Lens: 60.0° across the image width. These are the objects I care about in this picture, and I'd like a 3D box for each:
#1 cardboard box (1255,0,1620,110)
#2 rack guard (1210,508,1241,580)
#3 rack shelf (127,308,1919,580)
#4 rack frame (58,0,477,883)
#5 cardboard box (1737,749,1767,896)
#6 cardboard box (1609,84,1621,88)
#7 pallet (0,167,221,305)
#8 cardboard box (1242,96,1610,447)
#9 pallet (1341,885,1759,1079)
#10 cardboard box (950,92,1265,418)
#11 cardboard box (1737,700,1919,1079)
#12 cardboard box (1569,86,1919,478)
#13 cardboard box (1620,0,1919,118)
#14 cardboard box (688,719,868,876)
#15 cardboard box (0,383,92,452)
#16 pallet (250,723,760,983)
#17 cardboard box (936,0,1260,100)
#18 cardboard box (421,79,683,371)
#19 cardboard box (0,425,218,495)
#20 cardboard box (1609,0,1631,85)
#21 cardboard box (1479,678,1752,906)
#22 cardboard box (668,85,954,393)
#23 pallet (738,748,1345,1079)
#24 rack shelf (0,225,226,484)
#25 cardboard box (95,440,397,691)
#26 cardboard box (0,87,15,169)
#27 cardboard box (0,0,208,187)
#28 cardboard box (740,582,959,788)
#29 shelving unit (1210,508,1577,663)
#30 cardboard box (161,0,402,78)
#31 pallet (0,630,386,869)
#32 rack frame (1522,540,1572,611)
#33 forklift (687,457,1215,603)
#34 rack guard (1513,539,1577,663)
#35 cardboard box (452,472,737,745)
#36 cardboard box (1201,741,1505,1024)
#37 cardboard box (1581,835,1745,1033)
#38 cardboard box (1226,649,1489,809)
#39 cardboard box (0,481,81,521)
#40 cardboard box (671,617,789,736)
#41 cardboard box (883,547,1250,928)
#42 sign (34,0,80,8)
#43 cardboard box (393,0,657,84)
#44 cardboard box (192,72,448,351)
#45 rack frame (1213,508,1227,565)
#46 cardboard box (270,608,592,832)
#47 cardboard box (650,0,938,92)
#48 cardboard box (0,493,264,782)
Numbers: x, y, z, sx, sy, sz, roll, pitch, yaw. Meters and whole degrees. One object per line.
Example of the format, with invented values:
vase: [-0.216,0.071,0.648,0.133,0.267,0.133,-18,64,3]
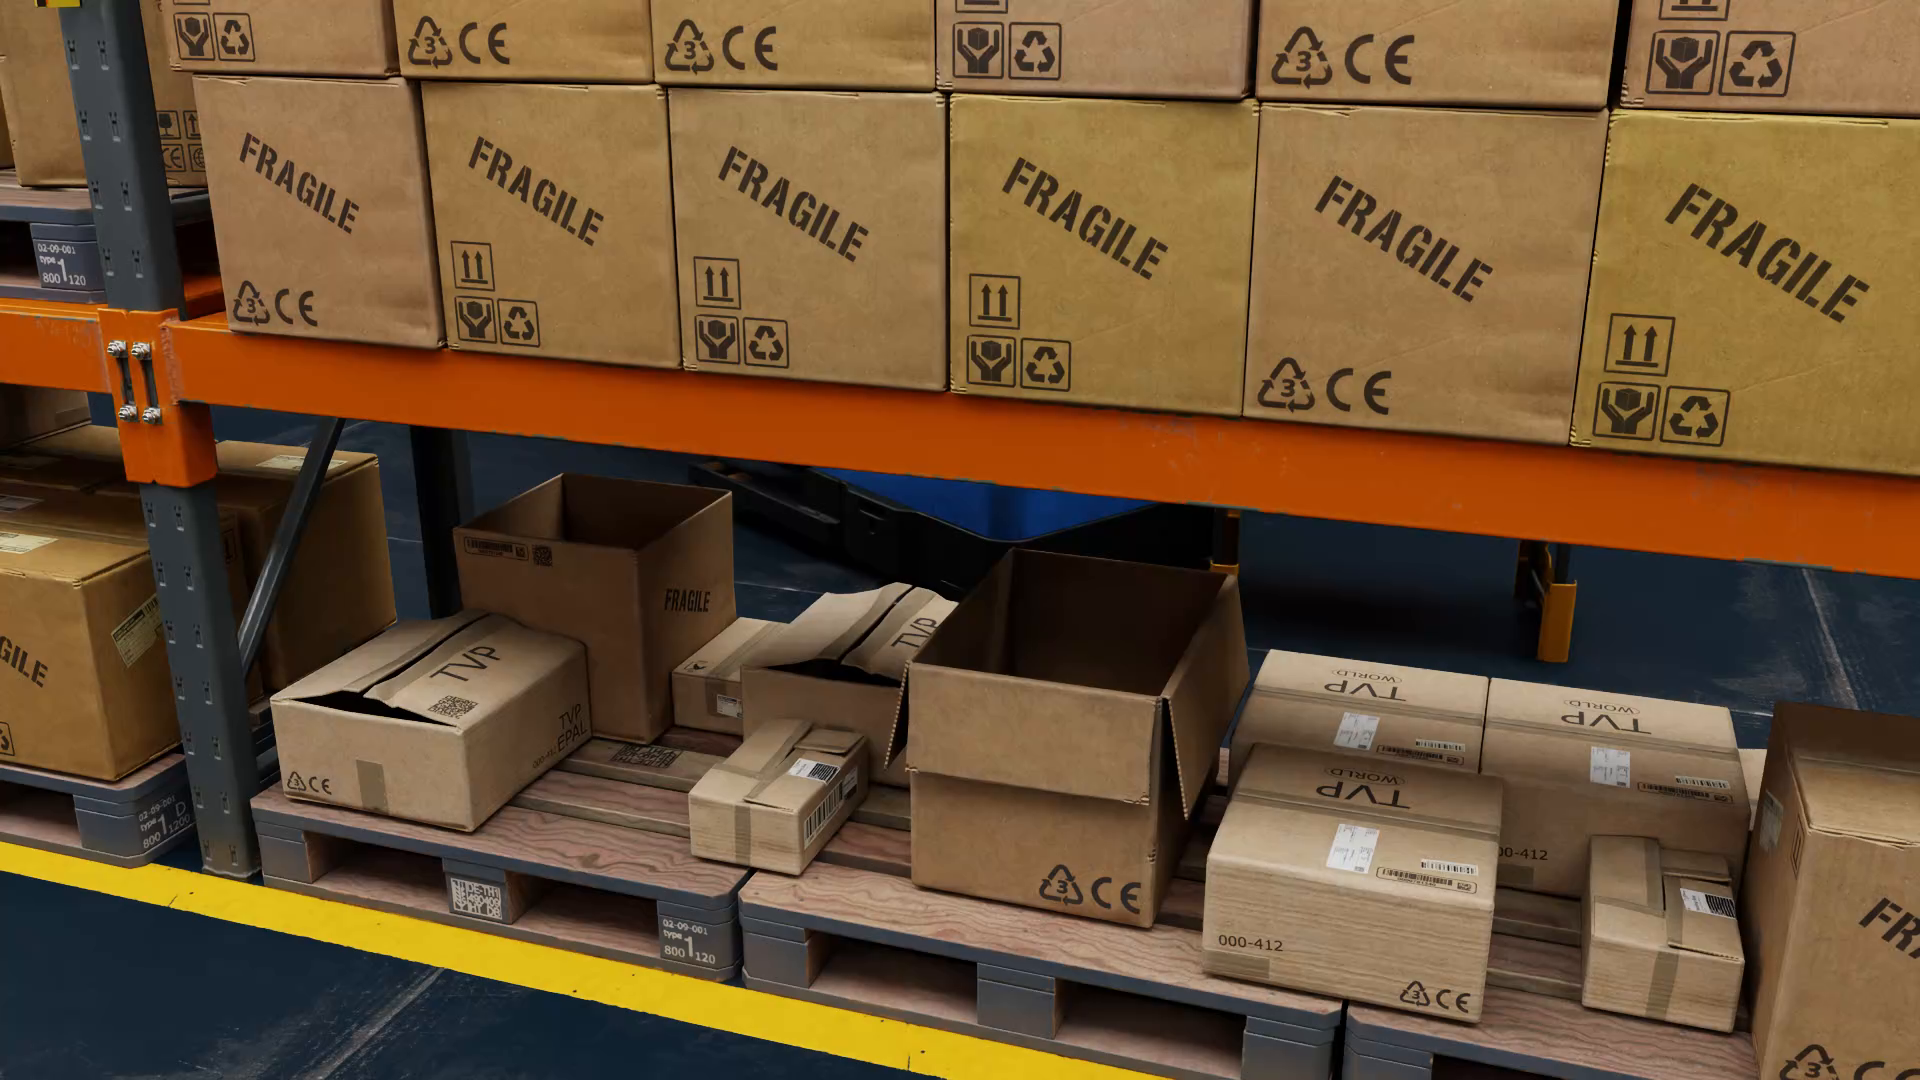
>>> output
cardboard box: [0.767,-0.950,2.572,0.500,0.500,0.500,7,20,20]
rack guard: [0.858,0.102,5.404,0.087,0.250,0.587,3,19,9]
rack shelf: [0.357,-0.235,3.287,4.000,0.370,1.077,7,20,18]
rack frame: [-1.532,-0.791,3.788,0.127,3.000,1.000,7,20,18]
cardboard box: [1.728,0.592,3.456,0.250,0.166,0.380,7,20,18]
cardboard box: [1.425,-0.590,3.060,0.500,0.500,0.500,6,20,18]
pallet: [-2.251,-0.820,4.165,1.213,0.211,1.003,7,20,18]
cardboard box: [0.774,-0.480,2.745,0.500,0.500,0.500,7,20,18]
pallet: [1.421,0.864,3.277,1.213,0.211,1.003,7,20,18]
cardboard box: [0.298,-0.535,2.901,0.500,0.500,0.500,6,20,17]
cardboard box: [1.652,0.632,2.836,0.500,0.500,0.500,7,20,18]
cardboard box: [1.243,-0.425,2.586,0.500,0.500,0.500,7,20,19]
cardboard box: [1.259,-0.895,2.416,0.500,0.500,0.500,7,20,20]
cardboard box: [-0.386,0.542,3.600,0.250,0.166,0.380,7,20,18]
cardboard box: [-2.853,-0.408,4.681,0.500,0.250,0.500,7,20,18]
pallet: [-0.883,0.600,4.033,1.213,0.211,1.003,7,20,18]
cardboard box: [0.282,-1.005,2.731,0.500,0.500,0.500,7,20,20]
cardboard box: [-0.655,-0.644,3.215,0.500,0.500,0.500,7,20,19]
cardboard box: [-2.416,0.000,4.650,0.500,0.500,0.500,7,20,19]
cardboard box: [1.418,-1.062,2.895,0.500,0.500,0.500,7,20,19]
cardboard box: [1.354,0.531,3.505,0.500,0.250,0.500,7,20,18]
cardboard box: [-0.183,-0.589,3.058,0.500,0.500,0.500,6,20,18]
pallet: [0.273,0.732,3.657,1.213,0.211,1.003,7,20,18]
rack shelf: [-3.421,-0.667,4.526,4.000,0.370,1.077,7,20,18]
cardboard box: [-1.909,0.054,4.494,0.500,0.500,0.500,6,20,16]
cardboard box: [-2.576,-1.212,4.205,0.500,0.500,0.700,10,22,27]
cardboard box: [-1.906,-1.157,4.049,0.500,0.500,0.700,0,19,0]
cardboard box: [-0.192,0.325,4.002,0.500,0.311,0.500,7,20,18]
shelving unit: [1.349,-0.461,5.120,1.083,1.500,0.587,3,19,9]
cardboard box: [-1.179,-1.172,3.210,0.500,0.500,0.500,7,20,19]
pallet: [-2.313,0.450,4.465,1.213,0.211,1.003,7,20,18]
rack frame: [1.842,-0.433,5.041,0.032,1.500,0.500,3,19,9]
forklift: [-0.405,-1.565,6.114,1.130,2.935,3.031,-15,24,-36]
rack guard: [1.840,0.157,5.247,0.087,0.250,0.587,3,19,9]
cardboard box: [-0.901,0.155,4.203,0.500,0.500,0.500,7,20,18]
cardboard box: [0.765,0.638,3.198,0.500,0.250,0.500,7,20,18]
cardboard box: [1.299,0.717,3.097,0.250,0.166,0.380,7,20,18]
cardboard box: [0.882,0.477,3.660,0.500,0.250,0.500,7,20,18]
cardboard box: [-2.556,0.162,4.185,0.500,0.500,0.500,7,20,18]
cardboard box: [-0.527,0.343,4.199,0.250,0.149,0.380,7,20,18]
cardboard box: [0.245,0.382,3.549,0.637,0.503,0.797,7,20,18]
sign: [-1.711,-1.165,3.101,0.005,0.325,0.100,7,20,18]
cardboard box: [-0.692,-1.116,3.050,0.500,0.500,0.500,6,20,16]
cardboard box: [-1.140,-0.698,3.370,0.500,0.500,0.500,7,20,19]
rack frame: [0.839,-0.489,5.202,0.032,1.500,0.500,3,19,9]
cardboard box: [-1.206,0.384,3.835,0.500,0.311,0.500,7,20,18]
cardboard box: [-0.206,-1.061,2.891,0.500,0.500,0.500,6,20,16]
cardboard box: [-2.092,0.218,4.024,0.500,0.500,0.500,6,20,18]
